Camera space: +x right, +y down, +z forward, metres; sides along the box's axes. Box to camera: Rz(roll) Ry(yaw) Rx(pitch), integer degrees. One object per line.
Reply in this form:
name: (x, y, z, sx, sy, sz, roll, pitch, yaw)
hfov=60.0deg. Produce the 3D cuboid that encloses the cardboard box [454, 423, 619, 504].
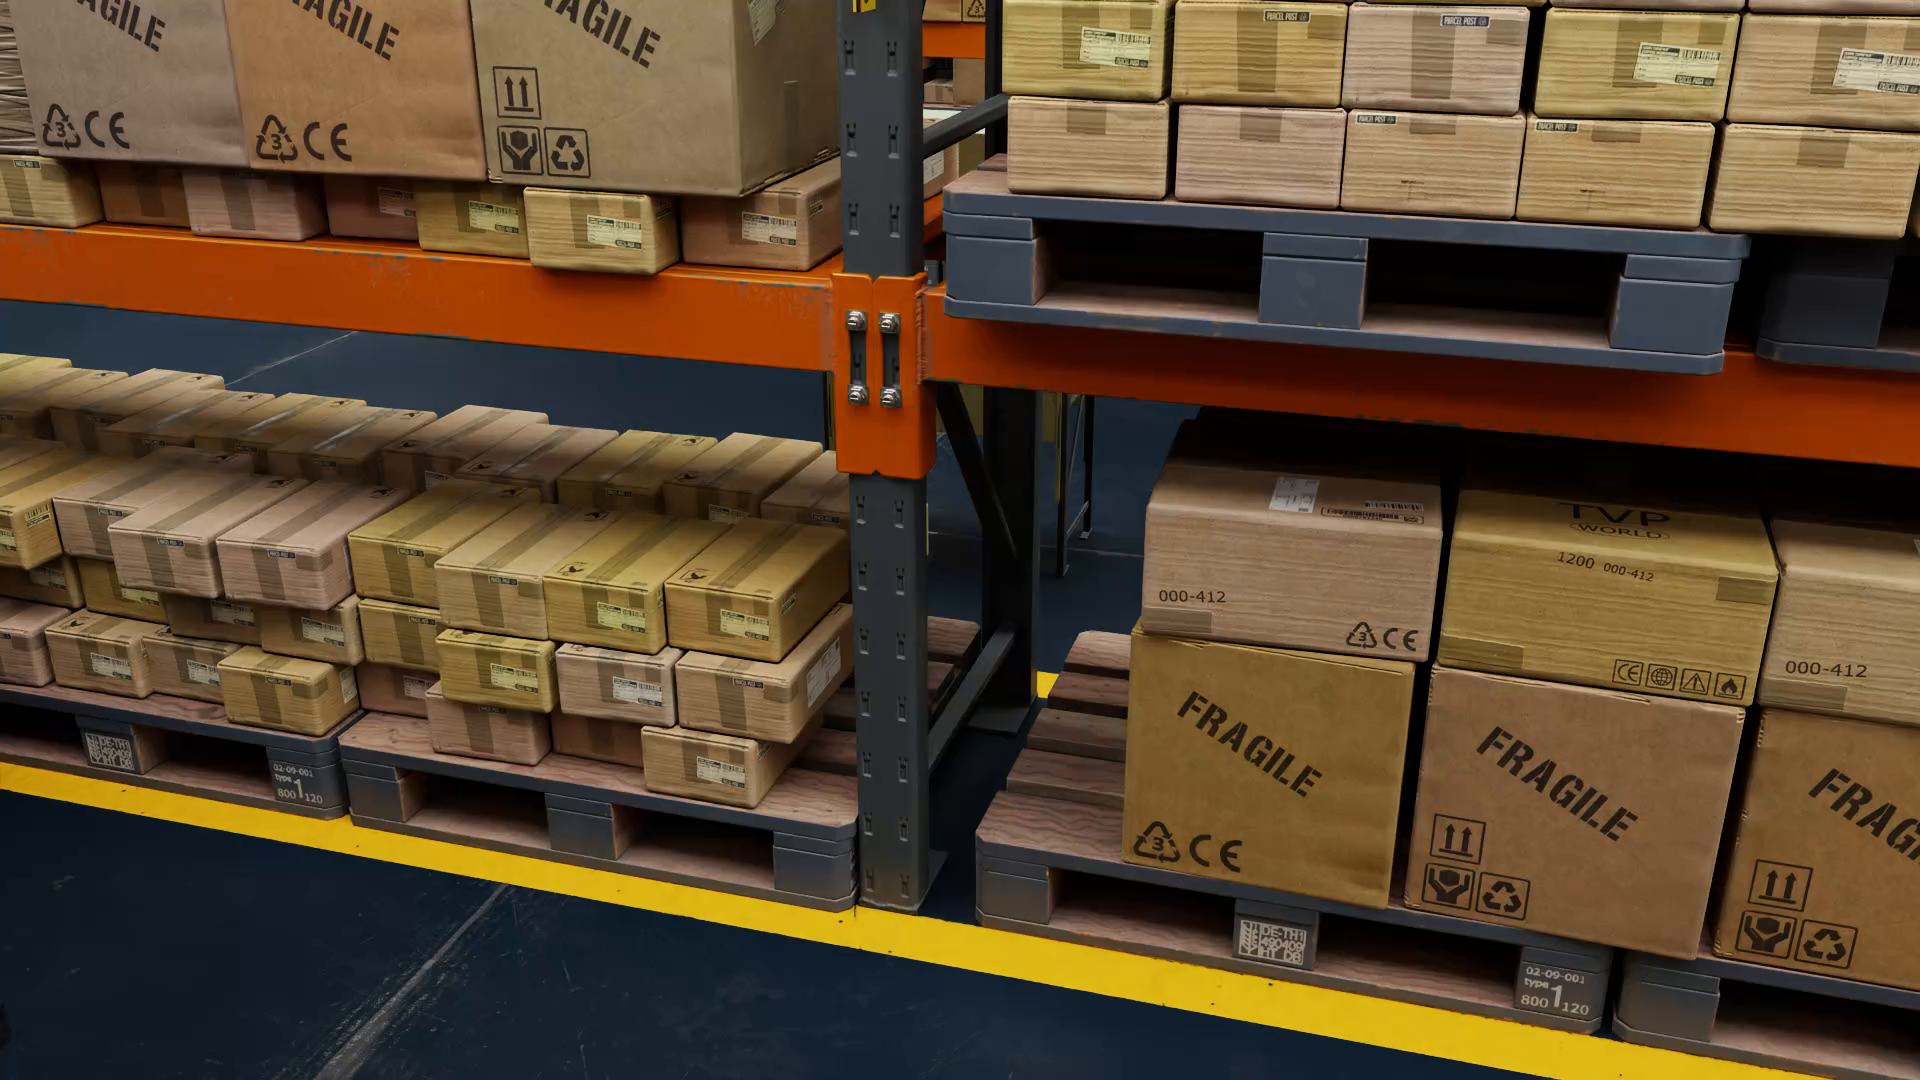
cardboard box: (-1.033, -0.153, 4.109, 0.250, 0.149, 0.380, 6, 23, 14)

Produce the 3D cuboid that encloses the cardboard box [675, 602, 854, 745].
cardboard box: (-0.398, 0.261, 3.493, 0.250, 0.149, 0.380, 7, 23, 17)

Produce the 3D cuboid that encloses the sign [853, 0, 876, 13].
sign: (-0.154, -1.010, 2.639, 0.005, 0.325, 0.100, 7, 23, 16)

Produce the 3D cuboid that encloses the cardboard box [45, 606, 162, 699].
cardboard box: (-1.940, 0.217, 3.991, 0.250, 0.149, 0.380, 7, 23, 16)

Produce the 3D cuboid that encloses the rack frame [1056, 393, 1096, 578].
rack frame: (0.357, -0.653, 4.886, 0.023, 1.500, 0.400, 7, 23, 16)

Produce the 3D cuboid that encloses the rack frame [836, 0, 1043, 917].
rack frame: (-0.004, -0.807, 3.286, 0.127, 3.000, 1.000, 7, 23, 16)

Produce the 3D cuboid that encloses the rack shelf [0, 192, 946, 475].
rack shelf: (-1.919, -0.694, 3.957, 4.000, 0.370, 1.077, 7, 23, 16)

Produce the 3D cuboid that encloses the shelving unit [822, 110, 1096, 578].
shelving unit: (0.006, -0.693, 4.984, 0.755, 1.500, 0.431, 7, 23, 16)

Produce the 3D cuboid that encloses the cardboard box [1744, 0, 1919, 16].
cardboard box: (1.237, -0.837, 2.351, 0.250, 0.149, 0.380, 6, 23, 15)

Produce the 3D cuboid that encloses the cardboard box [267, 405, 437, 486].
cardboard box: (-1.538, -0.210, 4.249, 0.250, 0.149, 0.380, 6, 23, 13)

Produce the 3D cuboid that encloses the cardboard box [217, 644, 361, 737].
cardboard box: (-1.469, 0.285, 3.826, 0.250, 0.149, 0.380, 6, 23, 15)

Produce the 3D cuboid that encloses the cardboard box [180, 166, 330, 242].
cardboard box: (-1.370, -0.733, 3.436, 0.250, 0.149, 0.380, 6, 23, 13)

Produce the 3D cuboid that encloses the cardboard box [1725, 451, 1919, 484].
cardboard box: (1.780, -0.088, 3.285, 0.500, 0.250, 0.500, 5, 23, 13)

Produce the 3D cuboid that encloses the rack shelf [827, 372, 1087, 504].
rack shelf: (0.006, -0.392, 5.107, 0.720, 0.370, 0.431, 7, 23, 16)

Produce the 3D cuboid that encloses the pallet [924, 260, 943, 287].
pallet: (-0.548, -1.572, 8.823, 1.213, 0.211, 1.003, 7, 23, 16)

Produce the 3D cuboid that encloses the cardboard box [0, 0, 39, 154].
cardboard box: (-2.009, -1.119, 3.521, 0.500, 0.500, 0.500, 6, 23, 14)

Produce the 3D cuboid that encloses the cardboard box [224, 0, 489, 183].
cardboard box: (-1.046, -0.999, 3.229, 0.500, 0.500, 0.500, 6, 23, 14)

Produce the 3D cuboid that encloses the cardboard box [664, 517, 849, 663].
cardboard box: (-0.420, 0.098, 3.498, 0.250, 0.149, 0.380, 7, 23, 17)

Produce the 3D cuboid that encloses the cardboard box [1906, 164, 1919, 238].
cardboard box: (1.492, -0.534, 2.397, 0.250, 0.149, 0.380, 6, 23, 15)

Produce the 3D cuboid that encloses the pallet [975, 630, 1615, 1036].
pallet: (0.742, 0.568, 3.608, 1.213, 0.211, 1.003, 7, 23, 16)

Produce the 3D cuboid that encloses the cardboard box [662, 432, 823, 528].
cardboard box: (-0.521, -0.123, 4.036, 0.250, 0.149, 0.380, 8, 24, 18)

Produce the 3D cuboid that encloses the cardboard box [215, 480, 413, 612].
cardboard box: (-1.428, 0.007, 3.721, 0.250, 0.149, 0.380, 5, 23, 13)

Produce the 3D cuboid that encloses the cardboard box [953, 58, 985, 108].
cardboard box: (0.295, -3.688, 13.048, 0.500, 0.500, 0.700, 8, 23, 18)

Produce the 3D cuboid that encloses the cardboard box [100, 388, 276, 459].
cardboard box: (-2.022, -0.270, 4.395, 0.250, 0.149, 0.380, 6, 23, 14)

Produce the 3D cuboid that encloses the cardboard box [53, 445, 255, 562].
cardboard box: (-1.896, -0.086, 3.945, 0.250, 0.149, 0.380, 7, 23, 16)

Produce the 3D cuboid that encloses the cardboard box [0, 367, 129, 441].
cardboard box: (-2.515, -0.348, 4.586, 0.250, 0.149, 0.380, 6, 23, 13)

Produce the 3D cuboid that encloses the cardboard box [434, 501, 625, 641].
cardboard box: (-0.916, 0.059, 3.592, 0.250, 0.149, 0.380, 6, 23, 15)

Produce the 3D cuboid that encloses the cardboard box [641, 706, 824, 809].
cardboard box: (-0.478, 0.398, 3.550, 0.250, 0.149, 0.380, 7, 23, 16)

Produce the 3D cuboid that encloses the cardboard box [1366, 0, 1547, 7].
cardboard box: (0.753, -0.893, 2.488, 0.250, 0.149, 0.380, 7, 23, 16)

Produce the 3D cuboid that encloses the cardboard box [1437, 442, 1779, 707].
cardboard box: (1.137, 0.042, 2.966, 0.500, 0.250, 0.500, 7, 23, 17)

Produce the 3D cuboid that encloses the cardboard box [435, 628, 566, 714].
cardboard box: (-0.922, 0.213, 3.610, 0.250, 0.149, 0.380, 6, 23, 14)

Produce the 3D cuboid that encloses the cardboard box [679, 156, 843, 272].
cardboard box: (-0.345, -0.637, 3.202, 0.250, 0.149, 0.380, 6, 23, 15)

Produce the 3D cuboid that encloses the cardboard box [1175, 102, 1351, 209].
cardboard box: (0.507, -0.647, 2.672, 0.250, 0.149, 0.380, 7, 23, 16)

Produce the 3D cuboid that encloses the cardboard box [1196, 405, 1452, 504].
cardboard box: (0.782, -0.202, 3.563, 0.500, 0.250, 0.500, 6, 23, 14)

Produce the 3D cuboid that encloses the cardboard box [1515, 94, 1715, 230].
cardboard box: (0.985, -0.590, 2.534, 0.250, 0.149, 0.380, 7, 23, 16)

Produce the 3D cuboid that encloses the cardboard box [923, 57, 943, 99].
cardboard box: (-0.512, -3.797, 13.310, 0.637, 0.503, 0.797, 6, 23, 13)

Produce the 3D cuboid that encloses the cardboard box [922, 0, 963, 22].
cardboard box: (-0.169, -2.725, 7.830, 0.500, 0.500, 0.500, 6, 23, 15)

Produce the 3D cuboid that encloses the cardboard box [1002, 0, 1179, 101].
cardboard box: (0.240, -0.813, 2.684, 0.250, 0.149, 0.380, 7, 23, 16)

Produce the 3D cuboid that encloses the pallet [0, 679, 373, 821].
pallet: (-1.829, 0.289, 4.287, 1.213, 0.211, 1.003, 7, 23, 16)

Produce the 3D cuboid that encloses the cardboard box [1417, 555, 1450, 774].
cardboard box: (1.268, 0.201, 3.568, 0.500, 0.500, 0.500, 6, 23, 14)

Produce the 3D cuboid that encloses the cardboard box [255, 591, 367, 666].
cardboard box: (-1.383, 0.129, 3.815, 0.250, 0.149, 0.380, 7, 23, 17)

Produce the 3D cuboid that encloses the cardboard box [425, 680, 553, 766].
cardboard box: (-0.974, 0.334, 3.707, 0.250, 0.149, 0.380, 6, 23, 14)

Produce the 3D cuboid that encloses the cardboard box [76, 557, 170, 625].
cardboard box: (-1.877, 0.047, 4.014, 0.250, 0.149, 0.380, 8, 24, 18)

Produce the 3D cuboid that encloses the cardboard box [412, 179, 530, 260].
cardboard box: (-0.862, -0.677, 3.299, 0.250, 0.149, 0.380, 7, 23, 18)

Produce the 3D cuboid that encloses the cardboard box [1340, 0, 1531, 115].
cardboard box: (0.736, -0.757, 2.548, 0.250, 0.149, 0.380, 7, 23, 17)

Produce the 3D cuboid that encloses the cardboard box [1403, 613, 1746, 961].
cardboard box: (1.134, 0.390, 3.108, 0.500, 0.500, 0.500, 8, 24, 18)

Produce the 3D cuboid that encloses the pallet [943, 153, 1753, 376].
pallet: (0.685, -0.582, 2.989, 1.213, 0.211, 1.003, 7, 23, 16)

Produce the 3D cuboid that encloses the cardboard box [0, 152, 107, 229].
cardboard box: (-1.863, -0.783, 3.556, 0.250, 0.149, 0.380, 7, 23, 17)

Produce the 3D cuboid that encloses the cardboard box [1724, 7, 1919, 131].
cardboard box: (1.244, -0.700, 2.409, 0.250, 0.149, 0.380, 8, 23, 18)

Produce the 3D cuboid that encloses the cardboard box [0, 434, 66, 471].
cardboard box: (-2.403, -0.124, 4.039, 0.250, 0.149, 0.380, 7, 23, 18)
